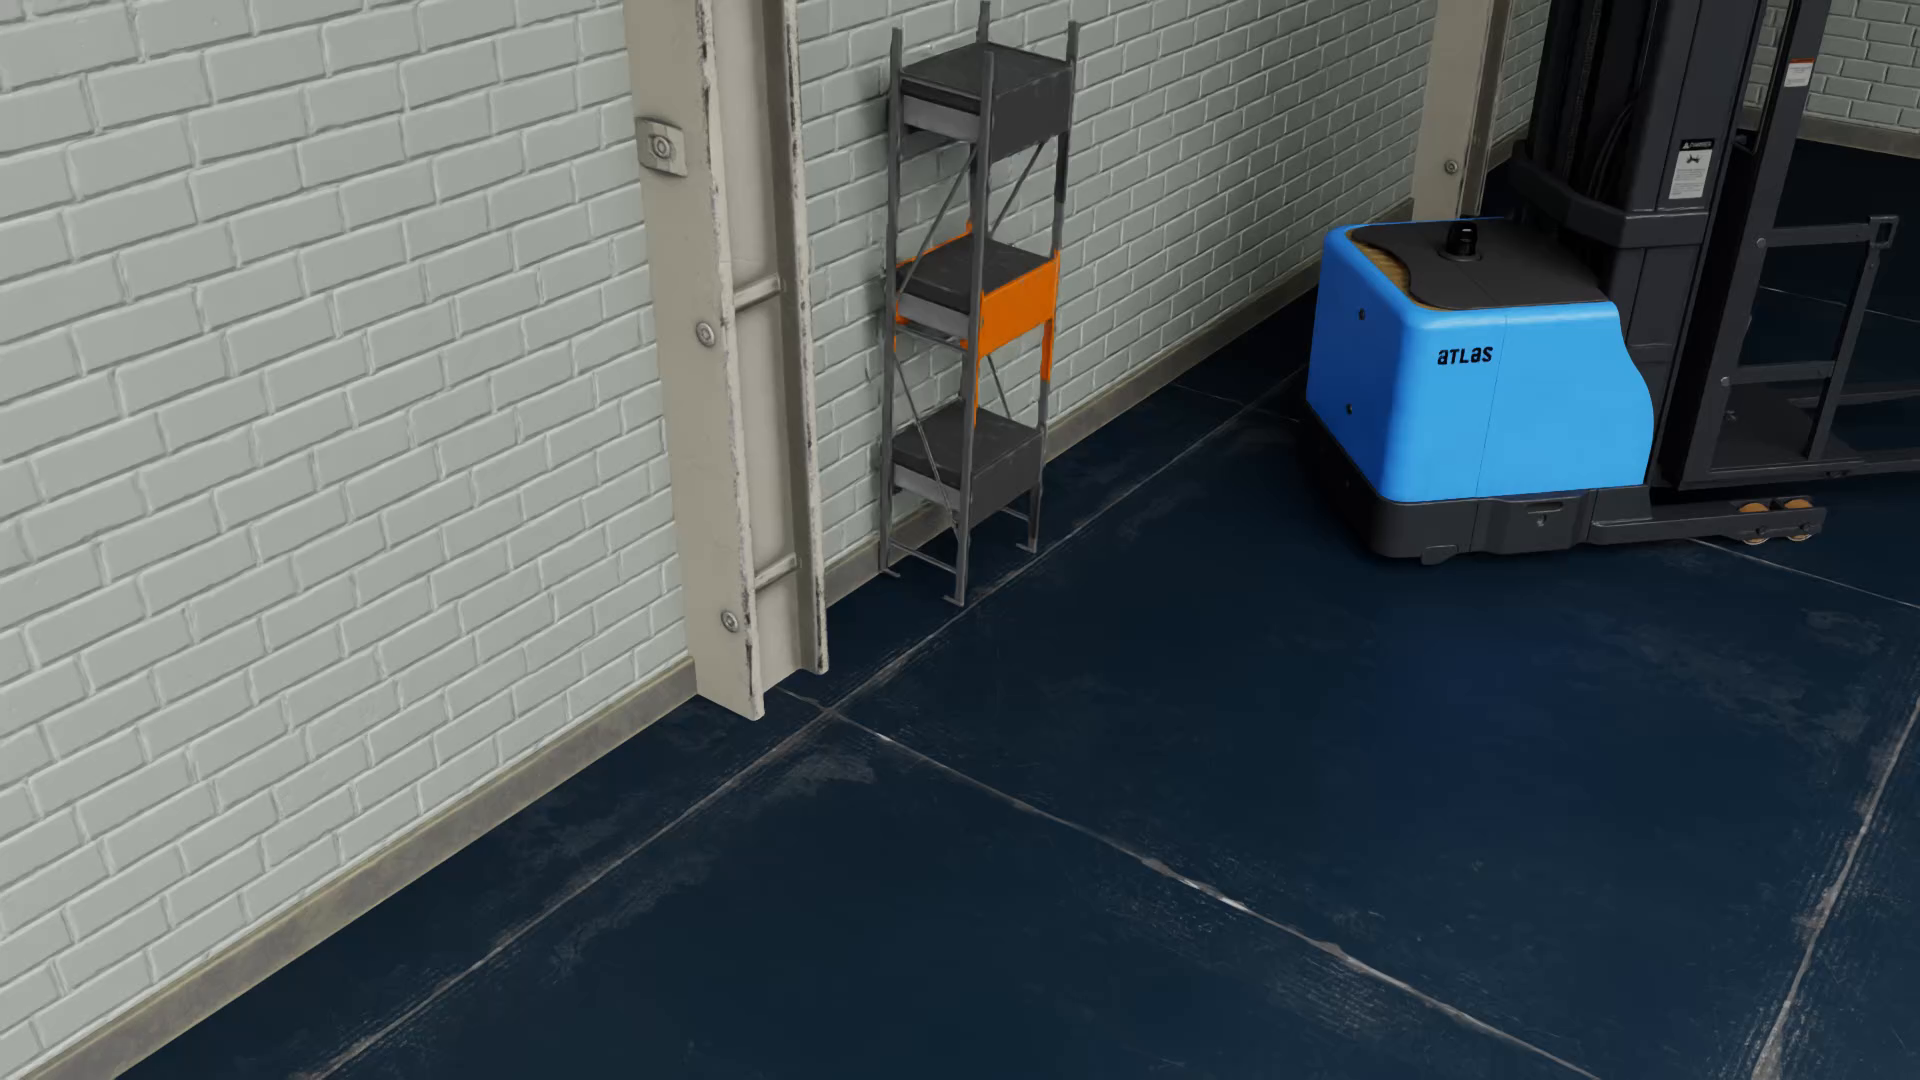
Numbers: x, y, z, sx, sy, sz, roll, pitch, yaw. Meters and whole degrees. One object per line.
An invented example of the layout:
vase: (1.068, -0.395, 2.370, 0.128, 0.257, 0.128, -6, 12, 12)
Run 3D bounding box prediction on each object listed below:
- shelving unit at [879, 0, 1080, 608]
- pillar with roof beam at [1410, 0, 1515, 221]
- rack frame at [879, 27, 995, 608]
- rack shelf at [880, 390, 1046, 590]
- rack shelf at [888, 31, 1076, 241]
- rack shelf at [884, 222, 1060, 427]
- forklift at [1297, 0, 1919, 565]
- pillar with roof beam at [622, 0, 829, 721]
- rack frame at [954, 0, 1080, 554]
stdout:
shelving unit: (0.042, -0.801, 6.010, 0.431, 2.100, 0.503, 23, 38, 29)
pillar with roof beam: (6.346, -4.491, 5.501, 9.100, 9.000, 0.400, 21, 37, 31)
rack frame: (-0.103, -0.701, 5.841, 0.400, 2.100, 0.015, 23, 38, 29)
rack shelf: (0.010, -0.199, 6.393, 0.431, 0.518, 0.480, 23, 38, 29)
rack shelf: (0.072, -1.379, 5.642, 0.431, 0.518, 0.480, 23, 38, 29)
rack shelf: (0.041, -0.789, 6.018, 0.431, 0.518, 0.480, 23, 38, 29)
forklift: (3.039, -1.504, 6.413, 3.031, 2.935, 1.130, -5, 31, -8)
pillar with roof beam: (2.725, -2.052, 1.386, 9.100, 9.000, 0.400, 21, 37, 31)
rack frame: (0.186, -0.901, 6.179, 0.400, 2.100, 0.015, 23, 38, 29)
